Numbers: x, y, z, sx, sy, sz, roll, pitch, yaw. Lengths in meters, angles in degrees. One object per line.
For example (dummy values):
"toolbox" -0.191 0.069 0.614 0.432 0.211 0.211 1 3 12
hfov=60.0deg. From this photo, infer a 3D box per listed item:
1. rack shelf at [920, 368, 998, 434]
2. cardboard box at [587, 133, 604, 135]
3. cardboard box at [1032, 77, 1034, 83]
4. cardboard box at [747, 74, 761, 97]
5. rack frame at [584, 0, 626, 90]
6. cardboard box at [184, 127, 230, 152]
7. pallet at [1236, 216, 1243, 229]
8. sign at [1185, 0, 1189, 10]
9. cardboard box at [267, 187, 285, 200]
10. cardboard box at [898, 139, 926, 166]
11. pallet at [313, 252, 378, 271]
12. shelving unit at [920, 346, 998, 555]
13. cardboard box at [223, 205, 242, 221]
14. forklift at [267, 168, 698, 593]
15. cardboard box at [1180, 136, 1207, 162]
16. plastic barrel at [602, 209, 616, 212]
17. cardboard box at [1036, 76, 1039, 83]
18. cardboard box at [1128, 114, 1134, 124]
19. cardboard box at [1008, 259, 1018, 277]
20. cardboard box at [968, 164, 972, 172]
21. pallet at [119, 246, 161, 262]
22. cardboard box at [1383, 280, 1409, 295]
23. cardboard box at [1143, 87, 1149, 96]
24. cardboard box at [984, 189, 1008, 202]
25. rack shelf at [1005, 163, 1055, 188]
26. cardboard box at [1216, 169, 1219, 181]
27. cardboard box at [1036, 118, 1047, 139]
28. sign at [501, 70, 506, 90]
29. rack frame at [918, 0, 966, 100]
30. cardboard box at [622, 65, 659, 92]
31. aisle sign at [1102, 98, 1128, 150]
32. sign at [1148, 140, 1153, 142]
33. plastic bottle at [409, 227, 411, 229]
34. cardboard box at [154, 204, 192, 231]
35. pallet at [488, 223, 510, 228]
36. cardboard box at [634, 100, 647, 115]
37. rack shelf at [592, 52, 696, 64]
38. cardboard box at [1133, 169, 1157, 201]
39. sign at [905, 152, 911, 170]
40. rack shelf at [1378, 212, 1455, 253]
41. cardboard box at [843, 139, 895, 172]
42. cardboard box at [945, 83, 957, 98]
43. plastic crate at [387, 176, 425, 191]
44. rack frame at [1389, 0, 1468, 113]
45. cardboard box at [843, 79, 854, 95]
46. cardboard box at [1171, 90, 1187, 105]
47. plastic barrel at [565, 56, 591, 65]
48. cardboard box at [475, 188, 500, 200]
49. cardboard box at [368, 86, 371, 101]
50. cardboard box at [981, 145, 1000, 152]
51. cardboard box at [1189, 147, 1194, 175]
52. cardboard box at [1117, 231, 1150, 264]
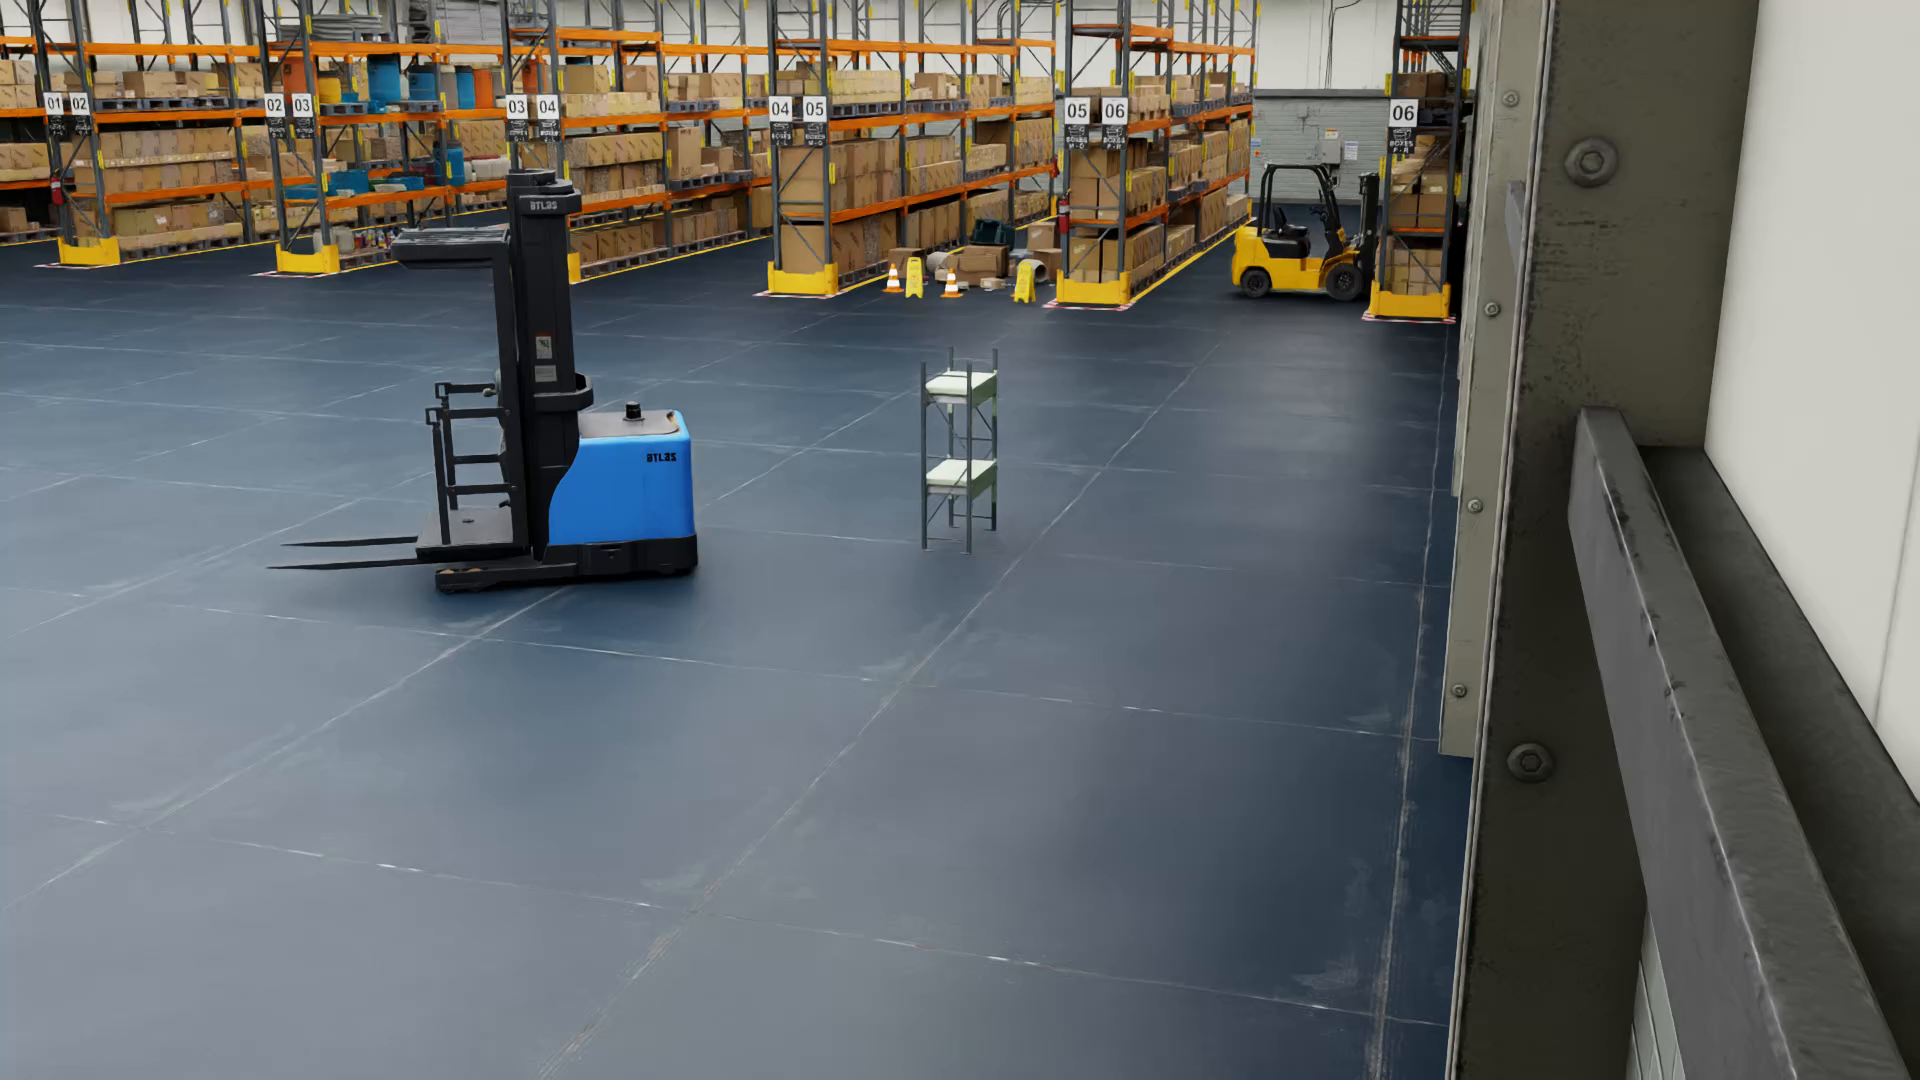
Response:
"rack shelf" -0.002 -1.095 13.012 0.431 0.370 0.720 5 16 16
"cardboard box" -6.885 -7.412 31.403 0.500 0.500 0.500 5 16 16
"cardboard box" 1.566 -11.051 39.926 0.380 0.149 0.250 4 16 14
"cardboard box" -4.828 -10.237 37.474 0.500 0.500 0.500 6 17 19
"rack frame" -8.706 -12.463 40.776 1.000 3.000 0.127 5 16 16
"cardboard box" -15.847 -8.424 34.972 0.700 0.500 0.500 5 17 16
"pallet" 6.180 -7.595 39.721 1.003 0.211 1.213 5 16 16
"sign" 5.019 -11.885 36.738 0.100 0.325 0.005 5 16 16
"cardboard box" -18.264 -9.332 43.904 0.750 0.750 0.750 5 17 17
"cardboard box" -1.080 -7.615 32.663 0.700 0.500 0.500 5 17 16
"pallet" -11.903 -5.331 31.738 1.003 0.211 1.213 5 16 16
"shelving unit" -0.002 -0.720 13.119 0.431 1.500 0.755 5 16 16
"cardboard box" -15.887 -7.146 36.267 0.500 0.311 0.500 5 16 16
"forklift" -3.534 -1.183 12.130 3.031 2.935 1.130 -4 16 -13
"cardboard box" 4.782 -8.017 34.080 0.500 0.500 0.500 4 16 14
"plastic barrel" -8.877 -8.628 41.327 0.600 0.901 0.708 5 16 16
"cardboard box" 1.700 -11.189 40.410 0.380 0.149 0.250 5 17 17
"cardboard box" 2.540 -6.668 26.305 0.380 0.149 0.250 5 16 16
"cardboard box" 0.982 -4.969 30.361 0.258 0.266 0.396 -7 17 -23
"cardboard box" 0.030 -7.987 35.684 0.380 0.149 0.250 5 17 19
"pallet" -16.687 -5.684 32.981 1.003 0.211 1.213 5 16 16
"cardboard box" 6.725 -3.927 25.947 0.500 0.250 0.500 5 17 16
"cardboard box" 2.891 -7.389 27.386 0.380 0.149 0.250 5 17 17
"cardboard box" 0.801 -7.927 38.217 0.500 0.250 0.500 4 16 14
"rack shelf" 1.338 -8.958 40.734 1.077 0.370 4.000 5 16 16
"cardboard box" 5.351 -7.951 36.140 0.500 0.250 0.500 4 16 14
"cardboard box" 1.871 -10.228 41.333 0.500 0.500 0.500 4 16 14
"sign" -7.894 -7.970 28.812 0.100 0.325 0.005 5 16 16
"rack frame" -0.367 -10.621 34.283 1.000 3.000 0.127 5 16 16
"cardboard box" -6.114 -8.837 31.845 0.500 0.500 0.500 4 16 14
"aisle sign" 2.414 -6.495 25.966 0.394 0.787 0.004 5 16 16
"sign" 3.875 -7.977 33.833 0.100 0.325 0.005 5 16 16
"plastic bottle" -11.032 -6.095 33.370 0.144 0.351 0.185 5 16 16
"cardboard box" -16.069 -6.577 33.916 0.500 0.500 0.500 5 16 16
"pallet" -10.100 -6.989 37.582 1.003 0.211 1.213 5 16 16
"cardboard box" -6.268 -8.195 31.502 0.500 0.250 0.500 5 17 17
"rack shelf" -8.137 -12.447 42.774 1.077 0.370 4.000 5 16 16
"cardboard box" 3.100 -6.115 28.664 0.500 0.500 0.500 5 17 17
"sign" -0.971 -7.100 31.133 0.100 0.325 0.005 5 16 16
"rack shelf" 7.463 -5.078 27.052 1.077 0.370 4.000 5 16 16
"cardboard box" -1.686 -7.033 30.375 0.875 0.550 0.550 5 16 16
"cardboard box" -0.376 -9.088 33.588 0.500 0.311 0.500 5 16 16
"plastic crate" -11.033 -7.101 33.141 0.499 0.251 0.616 5 16 16
"rack frame" 6.894 -7.787 24.291 1.000 3.000 0.127 5 16 16
"cardboard box" -2.114 -7.645 28.066 0.500 0.250 0.500 4 16 15
"cardboard box" 3.822 -8.026 30.135 0.500 0.250 0.500 4 16 14
"plastic barrel" -9.044 -11.004 39.444 0.600 0.901 0.708 5 16 16
"cardboard box" -12.925 -9.464 44.968 0.797 0.503 0.637 5 16 16
"cardboard box" -14.354 -10.656 39.722 0.910 0.500 0.500 5 16 16
"cardboard box" 0.692 -8.891 37.778 0.380 0.149 0.250 4 16 14
"cardboard box" 4.266 -7.362 32.289 0.500 0.500 0.500 3 16 12
"cardboard box" 2.930 -4.988 28.313 0.500 0.500 0.500 5 17 17
